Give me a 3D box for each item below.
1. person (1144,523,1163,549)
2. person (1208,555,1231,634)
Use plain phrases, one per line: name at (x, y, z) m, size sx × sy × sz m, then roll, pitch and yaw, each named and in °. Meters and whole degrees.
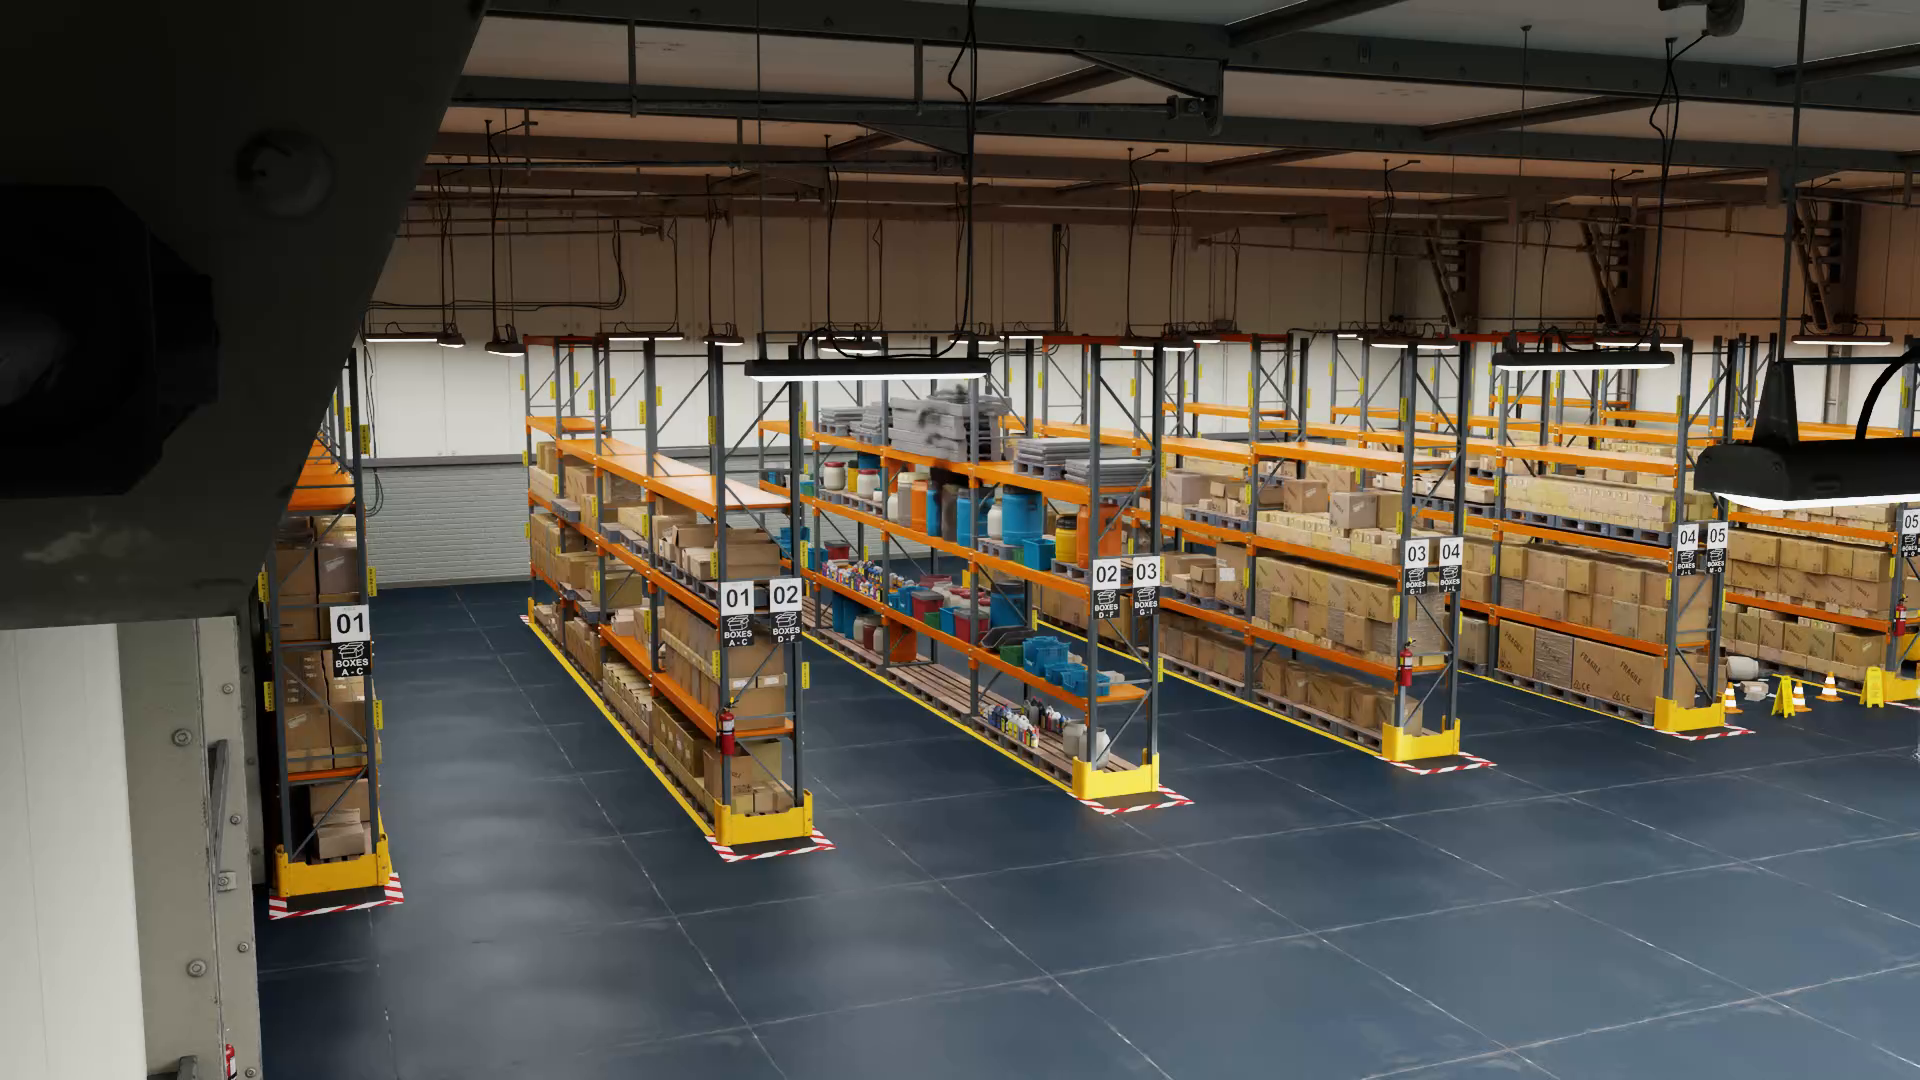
person at (4.343, 0.430, 38.086) m, size 0.634 × 1.701 × 0.784 m, roll -1°, pitch 8°, yaw -11°
person at (5.113, 1.118, 32.877) m, size 0.554 × 1.703 × 0.813 m, roll -4°, pitch 9°, yaw -28°
